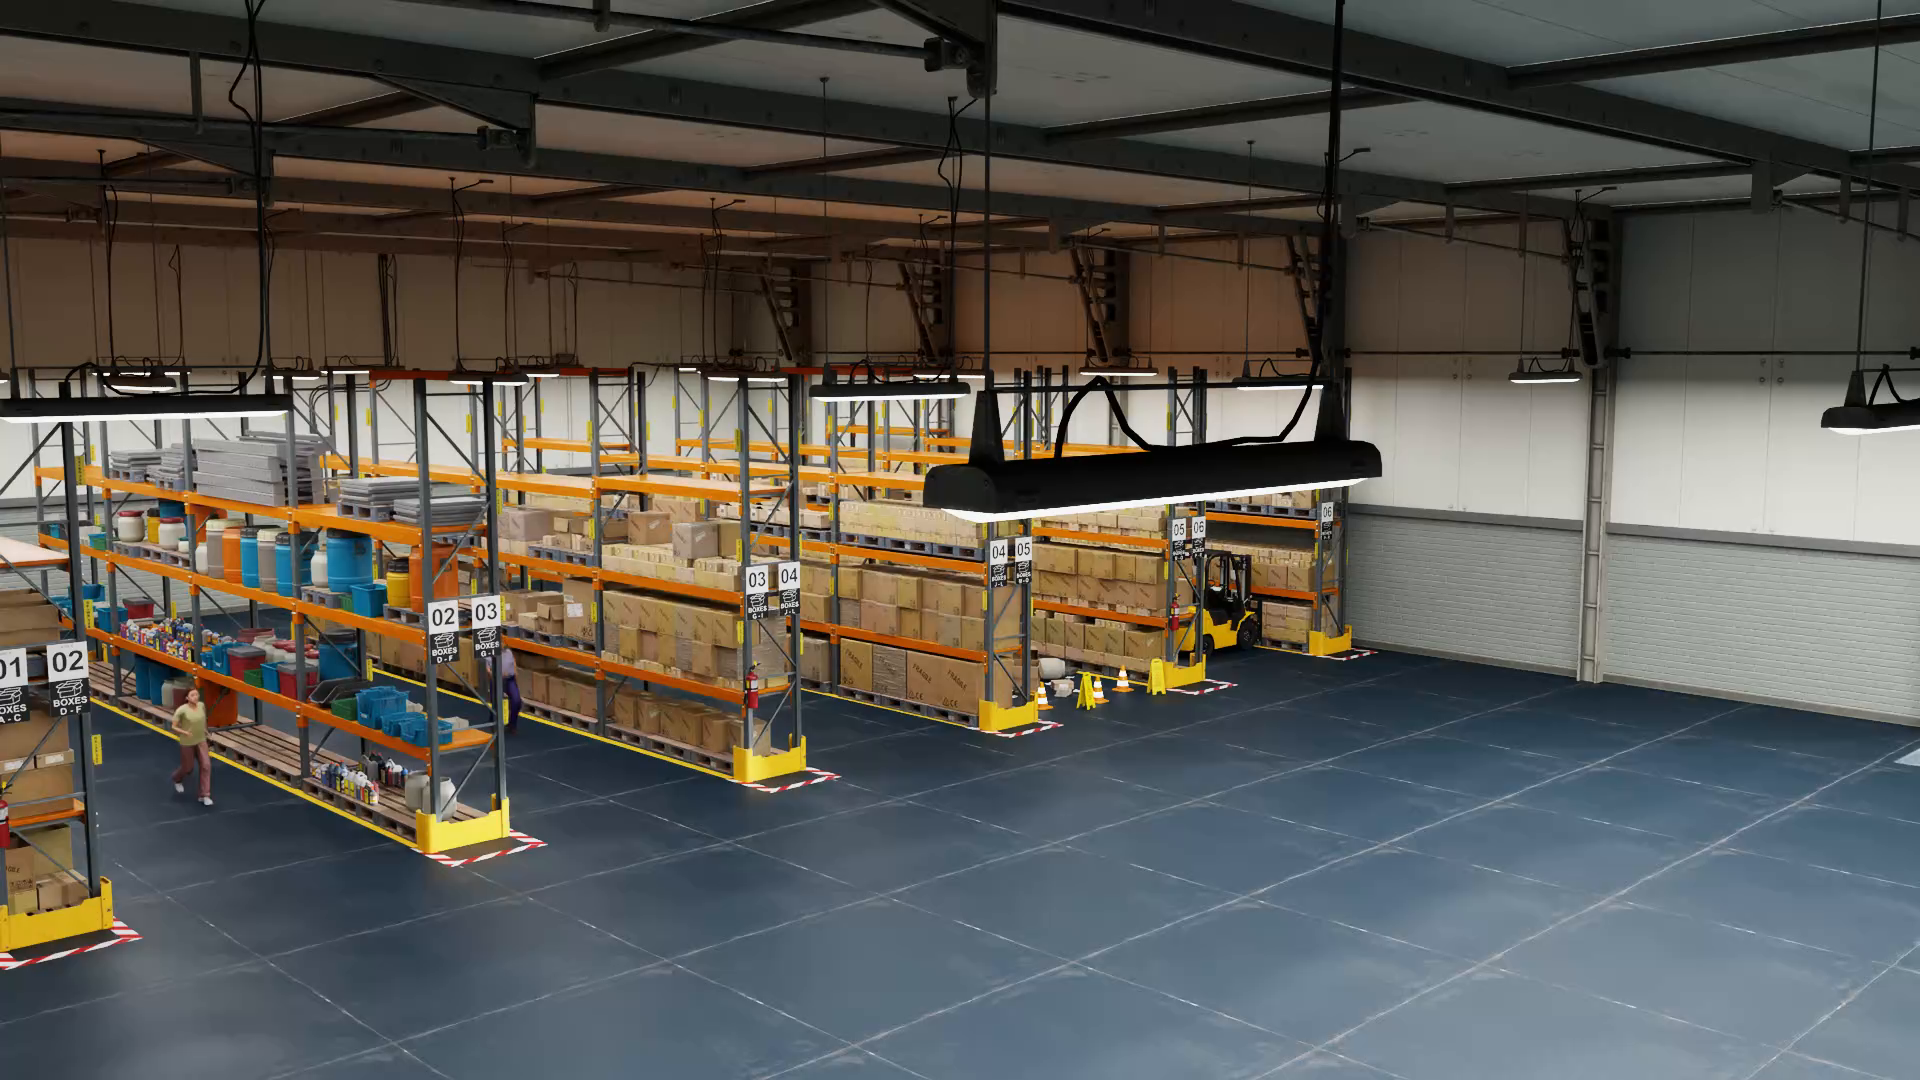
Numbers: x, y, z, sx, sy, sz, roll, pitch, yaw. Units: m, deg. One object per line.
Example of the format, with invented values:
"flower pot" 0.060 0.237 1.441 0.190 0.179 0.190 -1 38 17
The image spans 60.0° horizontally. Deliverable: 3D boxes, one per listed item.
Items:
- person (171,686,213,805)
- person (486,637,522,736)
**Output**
"person" -10.841 2.864 23.439 0.933 1.656 0.564 5 8 40
"person" -7.590 2.428 27.639 0.608 1.683 0.733 -5 8 -40
